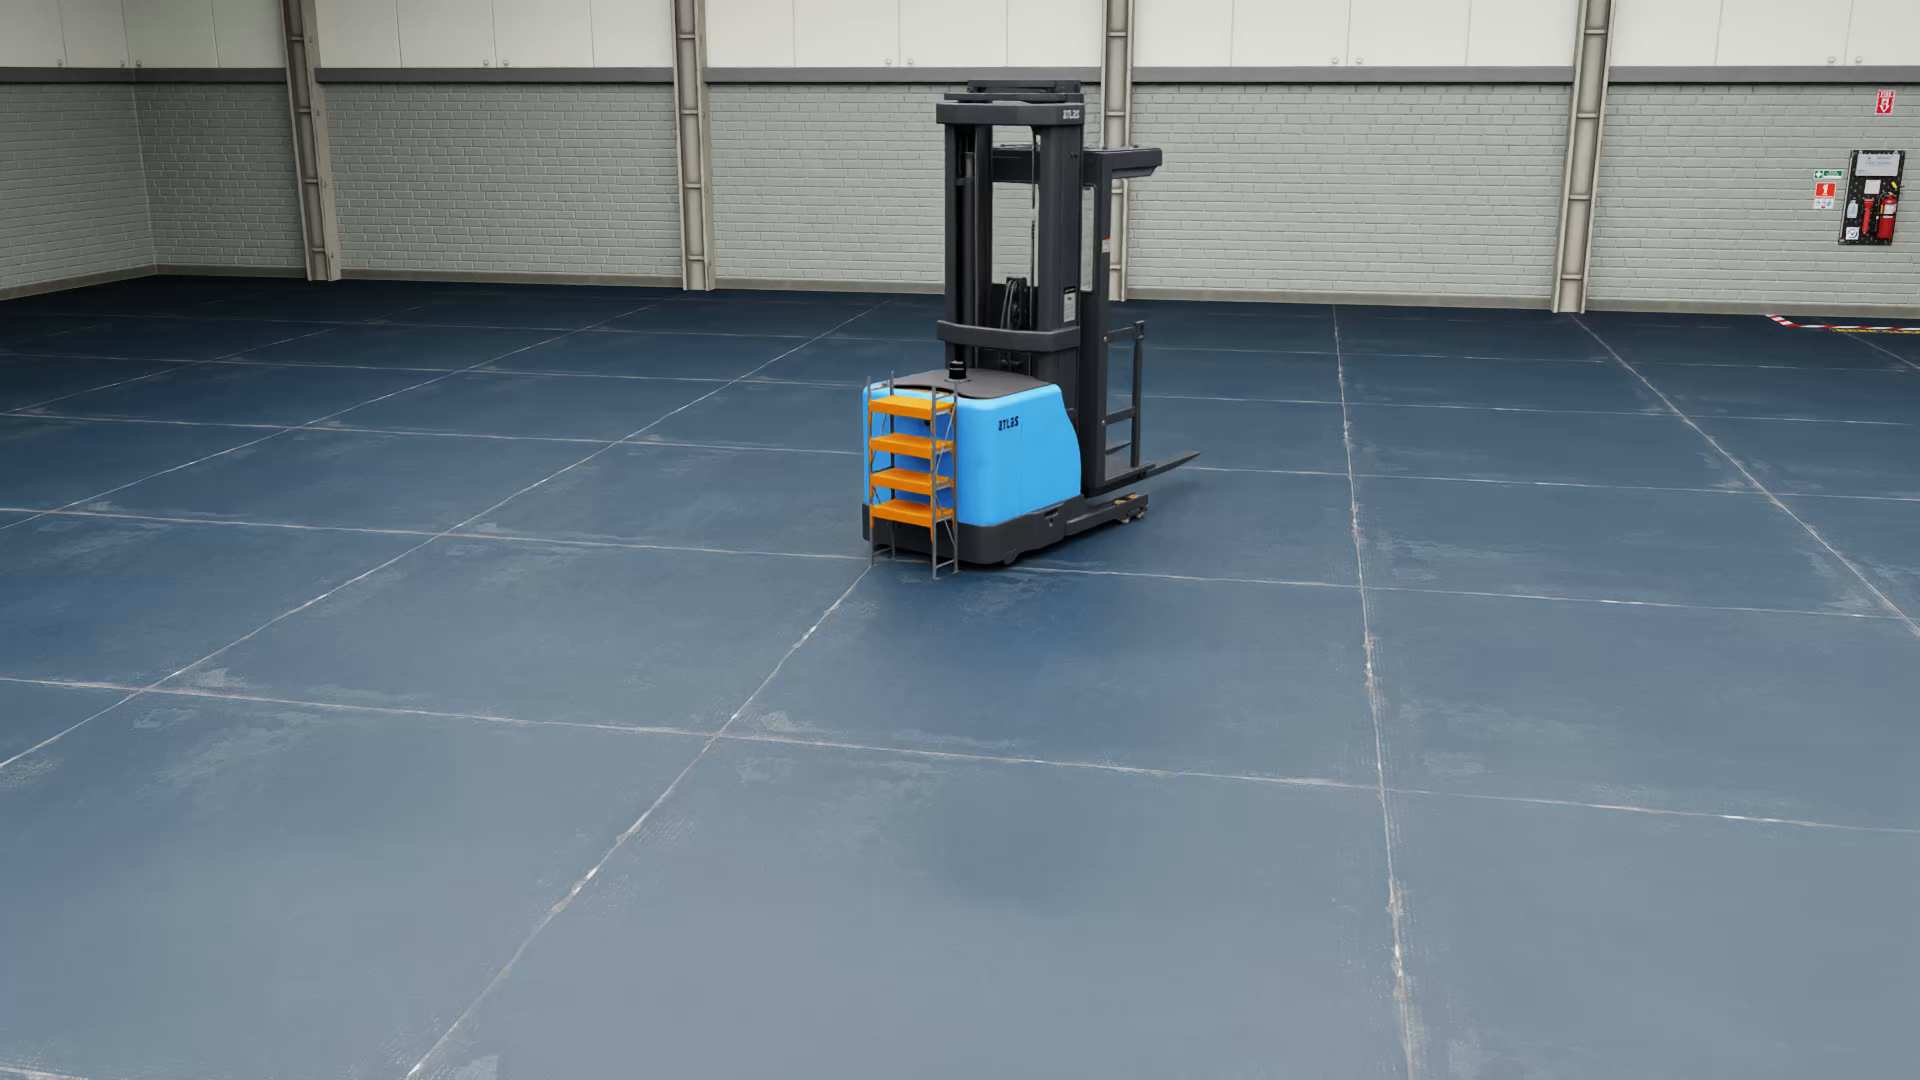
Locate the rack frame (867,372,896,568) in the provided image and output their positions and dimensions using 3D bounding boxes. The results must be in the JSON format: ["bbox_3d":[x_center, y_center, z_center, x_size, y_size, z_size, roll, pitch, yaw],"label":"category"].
[{"bbox_3d":[-0.485,-0.431,10.299,0.015,1.200,0.240,11,19,35],"label":"rack frame"}]

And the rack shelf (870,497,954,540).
[{"bbox_3d":[-0.288,-0.136,10.231,0.480,0.148,0.258,11,19,35],"label":"rack shelf"}]

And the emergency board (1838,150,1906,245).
[{"bbox_3d":[11.442,-4.274,20.803,0.643,1.169,0.194,3,16,11],"label":"emergency board"}]

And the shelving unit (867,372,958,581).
[{"bbox_3d":[-0.288,-0.392,10.160,0.503,1.200,0.258,11,19,35],"label":"shelving unit"}]

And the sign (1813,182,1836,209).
[{"bbox_3d":[10.921,-4.348,21.001,0.234,0.329,0.001,3,16,11],"label":"sign"}]

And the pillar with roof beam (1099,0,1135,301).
[{"bbox_3d":[1.239,-6.536,17.730,0.400,9.000,9.100,3,16,11],"label":"pillar with roof beam"}]

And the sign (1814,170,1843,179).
[{"bbox_3d":[10.924,-4.600,20.921,0.331,0.109,0.001,3,16,11],"label":"sign"}]

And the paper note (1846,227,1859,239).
[{"bbox_3d":[11.283,-3.877,21.019,0.142,0.148,0.016,3,16,11],"label":"paper note"}]

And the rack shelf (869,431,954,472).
[{"bbox_3d":[-0.288,-0.543,10.119,0.480,0.148,0.258,11,19,35],"label":"rack shelf"}]

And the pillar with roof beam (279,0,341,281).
[{"bbox_3d":[-10.520,-7.174,20.035,0.400,9.000,9.100,3,16,11],"label":"pillar with roof beam"}]

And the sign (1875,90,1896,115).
[{"bbox_3d":[11.454,-5.418,20.589,0.199,0.298,0.001,3,16,11],"label":"sign"}]

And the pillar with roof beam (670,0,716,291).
[{"bbox_3d":[-4.641,-6.855,18.882,0.400,9.000,9.100,3,16,11],"label":"pillar with roof beam"}]

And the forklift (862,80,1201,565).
[{"bbox_3d":[0.651,-1.592,11.249,1.130,2.935,3.031,11,19,35],"label":"forklift"}]

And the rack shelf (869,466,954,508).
[{"bbox_3d":[-0.288,-0.327,10.178,0.480,0.148,0.258,11,19,35],"label":"rack shelf"}]

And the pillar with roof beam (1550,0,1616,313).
[{"bbox_3d":[7.119,-6.217,16.578,0.400,9.000,9.100,3,16,11],"label":"pillar with roof beam"}]

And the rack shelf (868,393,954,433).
[{"bbox_3d":[-0.288,-0.771,10.055,0.480,0.148,0.258,11,19,35],"label":"rack shelf"}]

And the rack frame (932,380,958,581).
[{"bbox_3d":[-0.090,-0.354,10.022,0.015,1.200,0.240,11,19,35],"label":"rack frame"}]
